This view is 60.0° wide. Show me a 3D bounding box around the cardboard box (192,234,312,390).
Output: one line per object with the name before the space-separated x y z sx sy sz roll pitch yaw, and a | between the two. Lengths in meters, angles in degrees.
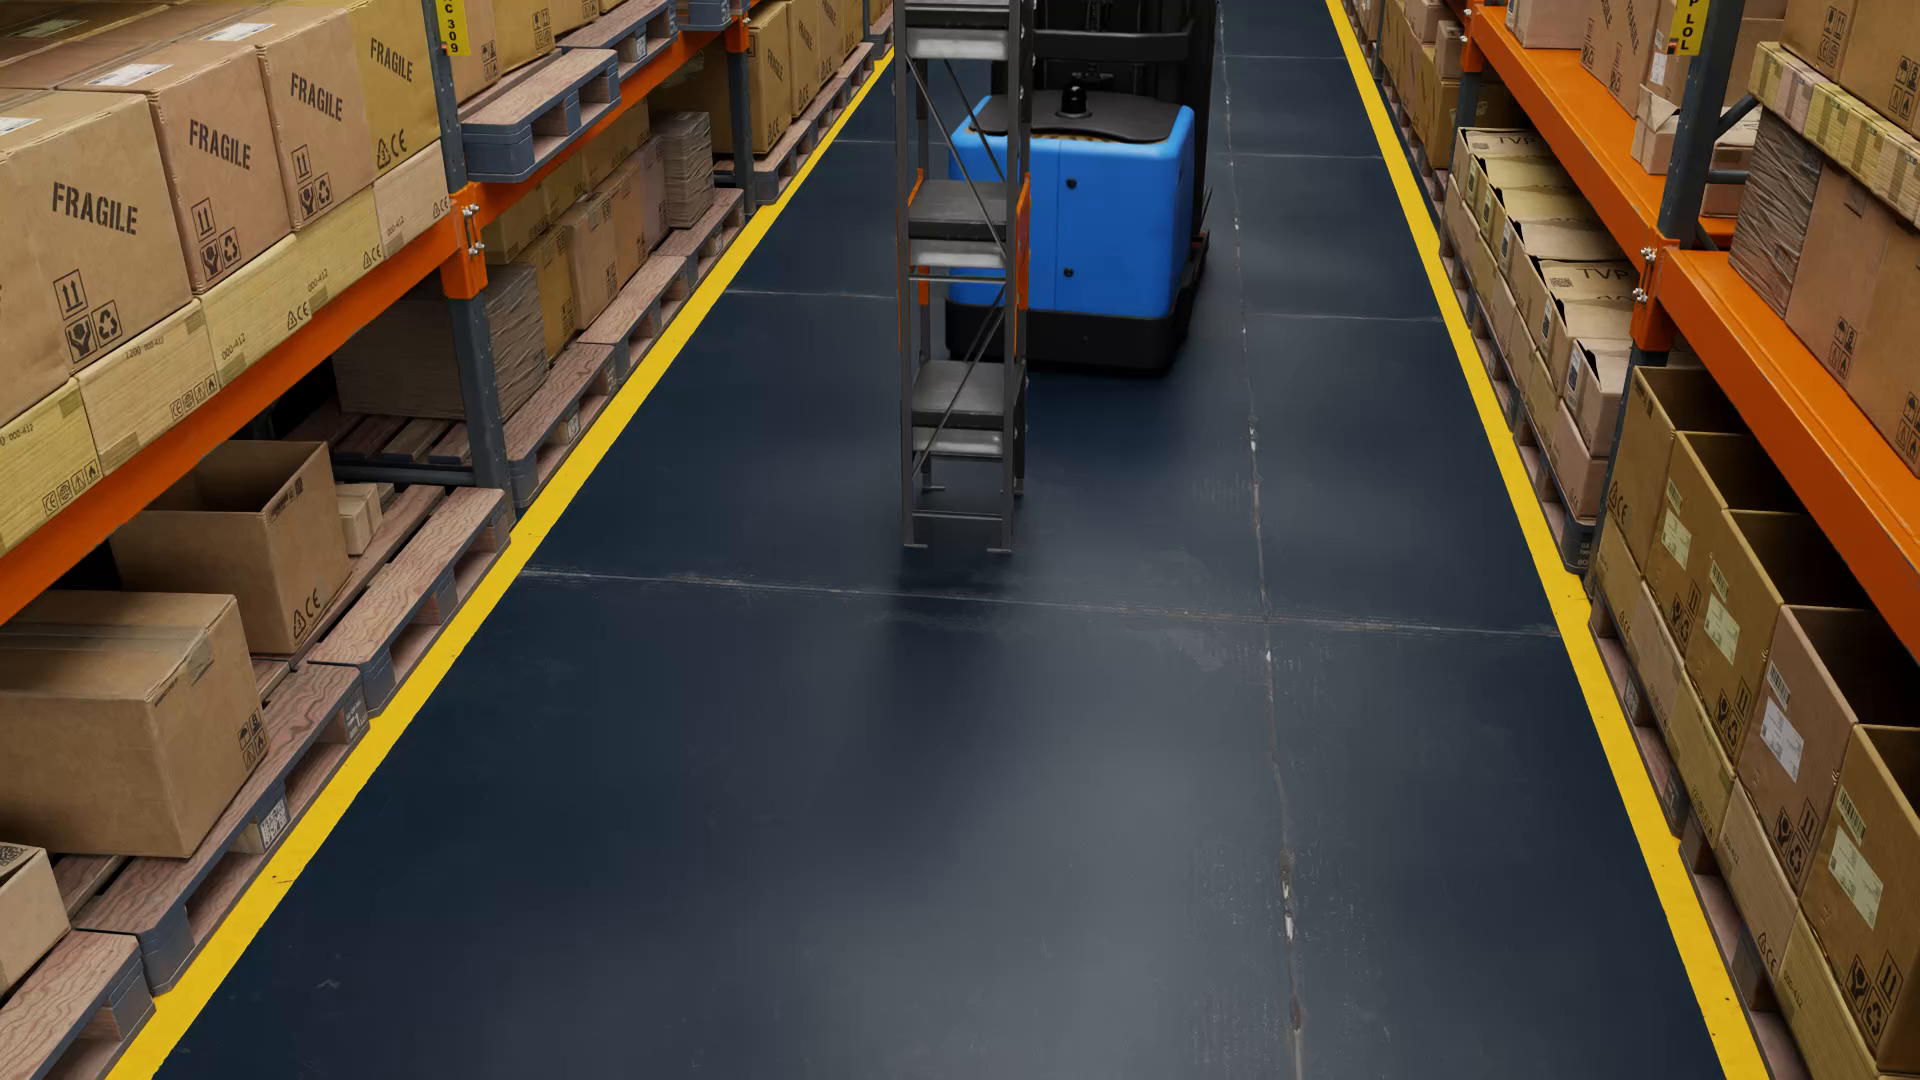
cardboard box | -2.074 -0.617 4.370 0.500 0.250 0.500 3 28 6

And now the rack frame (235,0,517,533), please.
rack frame | -2.201 -1.386 5.661 1.000 3.000 0.127 3 28 6

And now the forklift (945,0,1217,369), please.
forklift | 0.748 -2.748 8.261 1.130 2.935 3.031 6 29 11

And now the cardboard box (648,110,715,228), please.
cardboard box | -1.747 -2.021 9.010 0.700 0.500 0.500 4 29 7

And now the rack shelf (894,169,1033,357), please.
rack shelf | 0.020 -0.990 5.903 0.431 0.518 0.480 3 28 6

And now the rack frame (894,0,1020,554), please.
rack frame | -0.010 -0.887 5.683 0.400 2.100 0.015 3 28 6

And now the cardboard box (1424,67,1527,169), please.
cardboard box | 3.087 -2.530 9.956 0.500 0.500 0.500 4 29 8

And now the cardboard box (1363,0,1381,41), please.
cardboard box | 3.484 -4.244 13.137 0.500 0.500 0.500 3 28 6

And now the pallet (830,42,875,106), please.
pallet | -1.241 -3.557 12.630 1.003 0.211 1.213 3 28 6

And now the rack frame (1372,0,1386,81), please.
rack frame | 3.696 -4.866 12.120 1.000 3.000 0.127 3 28 6

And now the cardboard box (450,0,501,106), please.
cardboard box | -2.105 -1.862 5.974 0.700 0.500 0.500 3 29 6

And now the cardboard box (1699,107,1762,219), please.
cardboard box | 2.733 -1.269 5.600 0.500 0.250 0.500 5 29 9

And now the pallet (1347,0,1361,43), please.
pallet | 3.928 -4.537 14.450 1.003 0.211 1.213 3 28 6

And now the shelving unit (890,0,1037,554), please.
shelving unit | 0.020 -1.002 5.897 0.431 2.100 0.503 3 28 6

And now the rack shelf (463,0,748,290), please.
rack shelf | -1.956 -2.011 7.579 1.077 0.370 4.000 3 28 6

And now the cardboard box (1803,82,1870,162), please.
cardboard box | 2.430 -1.075 4.293 0.380 0.149 0.250 3 28 5

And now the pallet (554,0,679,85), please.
pallet | -1.913 -2.251 7.467 1.003 0.211 1.213 3 28 6

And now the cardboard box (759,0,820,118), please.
cardboard box | -1.377 -3.258 10.959 0.750 0.750 0.750 3 28 6

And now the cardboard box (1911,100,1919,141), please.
cardboard box | 2.545 -1.033 3.531 0.700 0.500 0.500 3 28 6

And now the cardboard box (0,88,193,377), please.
cardboard box | -2.143 -0.702 3.737 0.500 0.500 0.500 4 29 8

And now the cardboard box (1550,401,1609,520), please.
cardboard box | 2.479 -0.287 6.076 0.500 0.250 0.500 3 28 6

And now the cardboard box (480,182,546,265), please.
cardboard box | -2.077 -1.365 7.002 0.500 0.250 0.500 3 28 5

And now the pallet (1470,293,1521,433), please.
pallet | 2.914 -0.798 7.508 1.003 0.211 1.213 3 28 6

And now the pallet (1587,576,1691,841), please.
pallet | 2.577 0.499 5.101 1.003 0.211 1.213 3 28 6

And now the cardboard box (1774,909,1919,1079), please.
cardboard box | 2.107 1.067 3.563 0.500 0.250 0.500 3 28 6

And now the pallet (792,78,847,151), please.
pallet | -1.388 -2.981 11.561 1.003 0.211 1.213 3 28 6

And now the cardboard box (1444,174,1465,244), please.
cardboard box | 2.850 -1.728 8.751 0.500 0.250 0.500 3 28 6

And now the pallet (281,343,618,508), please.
pallet | -2.107 -0.525 7.003 1.003 0.211 1.213 3 28 6

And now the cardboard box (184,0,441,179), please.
cardboard box | -1.952 -1.419 5.067 0.500 0.500 0.500 3 28 6

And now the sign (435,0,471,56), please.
sign | -1.662 -1.740 5.404 0.100 0.325 0.005 3 28 6

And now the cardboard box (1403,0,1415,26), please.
cardboard box | 3.272 -3.605 11.160 0.500 0.250 0.500 3 29 6

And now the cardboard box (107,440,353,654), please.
cardboard box | -2.289 0.011 5.238 0.500 0.500 0.500 1 28 2

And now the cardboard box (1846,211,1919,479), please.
cardboard box | 2.544 -0.451 3.818 0.700 0.500 0.500 4 29 7

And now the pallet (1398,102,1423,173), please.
pallet | 3.487 -2.677 10.997 1.003 0.211 1.213 3 28 6

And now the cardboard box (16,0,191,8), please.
cardboard box | -2.466 -1.450 5.126 0.500 0.500 0.500 3 28 5

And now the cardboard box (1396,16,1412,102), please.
cardboard box | 3.272 -3.259 11.309 0.500 0.500 0.500 4 29 7

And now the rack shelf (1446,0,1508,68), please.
rack shelf | 3.451 -3.608 10.543 1.077 0.370 4.000 3 28 6

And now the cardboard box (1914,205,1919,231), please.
cardboard box | 2.337 -0.708 3.612 0.380 0.149 0.250 3 28 5

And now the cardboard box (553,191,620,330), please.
cardboard box | -2.011 -1.311 7.693 0.700 0.500 0.500 4 29 7

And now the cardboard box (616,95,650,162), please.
cardboard box | -1.880 -2.086 8.341 0.500 0.250 0.500 4 29 7

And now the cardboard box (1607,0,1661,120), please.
cardboard box | 2.952 -1.989 6.673 0.500 0.500 0.500 3 28 6

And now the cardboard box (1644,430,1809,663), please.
cardboard box | 2.295 0.031 4.695 0.500 0.500 0.500 3 28 6

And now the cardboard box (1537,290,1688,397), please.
cardboard box | 2.538 -0.774 6.389 0.500 0.311 0.500 4 29 8

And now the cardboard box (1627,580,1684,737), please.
cardboard box | 2.292 0.361 4.874 0.500 0.250 0.500 3 28 6

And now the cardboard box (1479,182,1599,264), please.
cardboard box | 2.729 -1.487 7.713 0.500 0.311 0.500 3 28 5

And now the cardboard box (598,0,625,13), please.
cardboard box | -1.889 -2.697 7.525 0.700 0.500 0.500 3 28 6

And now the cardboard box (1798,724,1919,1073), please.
cardboard box | 2.104 0.737 3.386 0.500 0.500 0.500 3 28 6

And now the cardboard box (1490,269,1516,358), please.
cardboard box | 2.669 -1.005 7.409 0.500 0.250 0.500 4 29 7
